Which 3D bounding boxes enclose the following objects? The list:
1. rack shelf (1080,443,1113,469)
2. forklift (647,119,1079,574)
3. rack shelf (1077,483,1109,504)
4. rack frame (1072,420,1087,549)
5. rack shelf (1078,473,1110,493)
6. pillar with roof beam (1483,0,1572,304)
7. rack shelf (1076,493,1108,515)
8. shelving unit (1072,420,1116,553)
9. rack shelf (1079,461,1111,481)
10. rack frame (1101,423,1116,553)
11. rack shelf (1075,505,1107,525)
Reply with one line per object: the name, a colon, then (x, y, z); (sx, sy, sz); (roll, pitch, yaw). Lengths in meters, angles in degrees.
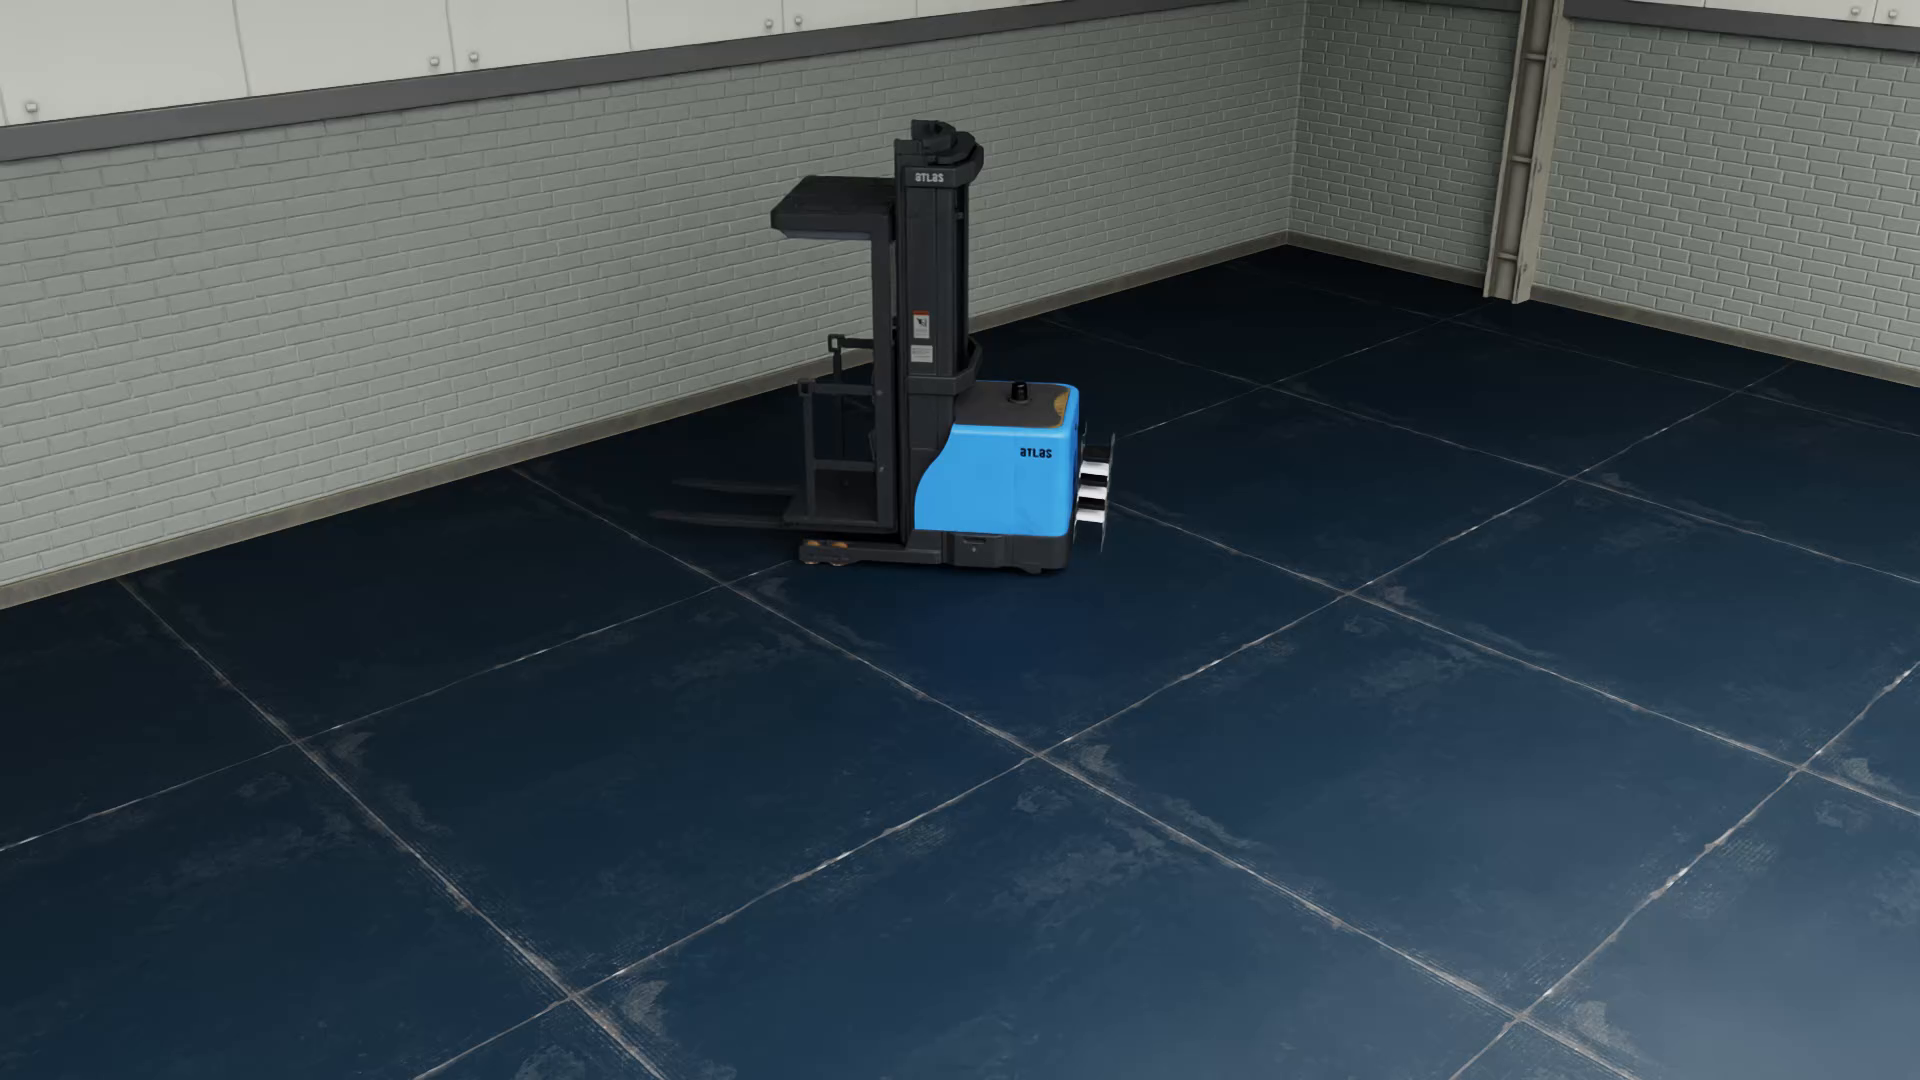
rack shelf: (0.961, -0.591, 11.675); (0.200, 0.077, 0.258); (7, 25, 8)
forklift: (-0.696, -1.361, 11.498); (3.031, 2.935, 1.130); (3, 25, 7)
rack shelf: (0.947, -0.346, 11.790); (0.200, 0.077, 0.258); (7, 25, 8)
rack frame: (0.849, -0.389, 11.789); (0.006, 0.900, 0.240); (7, 25, 8)
rack shelf: (0.952, -0.428, 11.751); (0.200, 0.077, 0.258); (7, 25, 8)
pillar with roof beam: (2.677, -5.455, 13.162); (9.100, 9.000, 0.400); (-21, 32, -38)
rack shelf: (0.942, -0.265, 11.828); (0.200, 0.077, 0.258); (7, 25, 8)
shelving unit: (0.949, -0.377, 11.775); (0.210, 0.900, 0.258); (7, 25, 8)
rack shelf: (0.957, -0.509, 11.713); (0.200, 0.077, 0.258); (7, 25, 8)
rack frame: (1.049, -0.364, 11.762); (0.006, 0.900, 0.240); (7, 25, 8)
rack shelf: (0.938, -0.184, 11.866); (0.200, 0.077, 0.258); (7, 25, 8)
